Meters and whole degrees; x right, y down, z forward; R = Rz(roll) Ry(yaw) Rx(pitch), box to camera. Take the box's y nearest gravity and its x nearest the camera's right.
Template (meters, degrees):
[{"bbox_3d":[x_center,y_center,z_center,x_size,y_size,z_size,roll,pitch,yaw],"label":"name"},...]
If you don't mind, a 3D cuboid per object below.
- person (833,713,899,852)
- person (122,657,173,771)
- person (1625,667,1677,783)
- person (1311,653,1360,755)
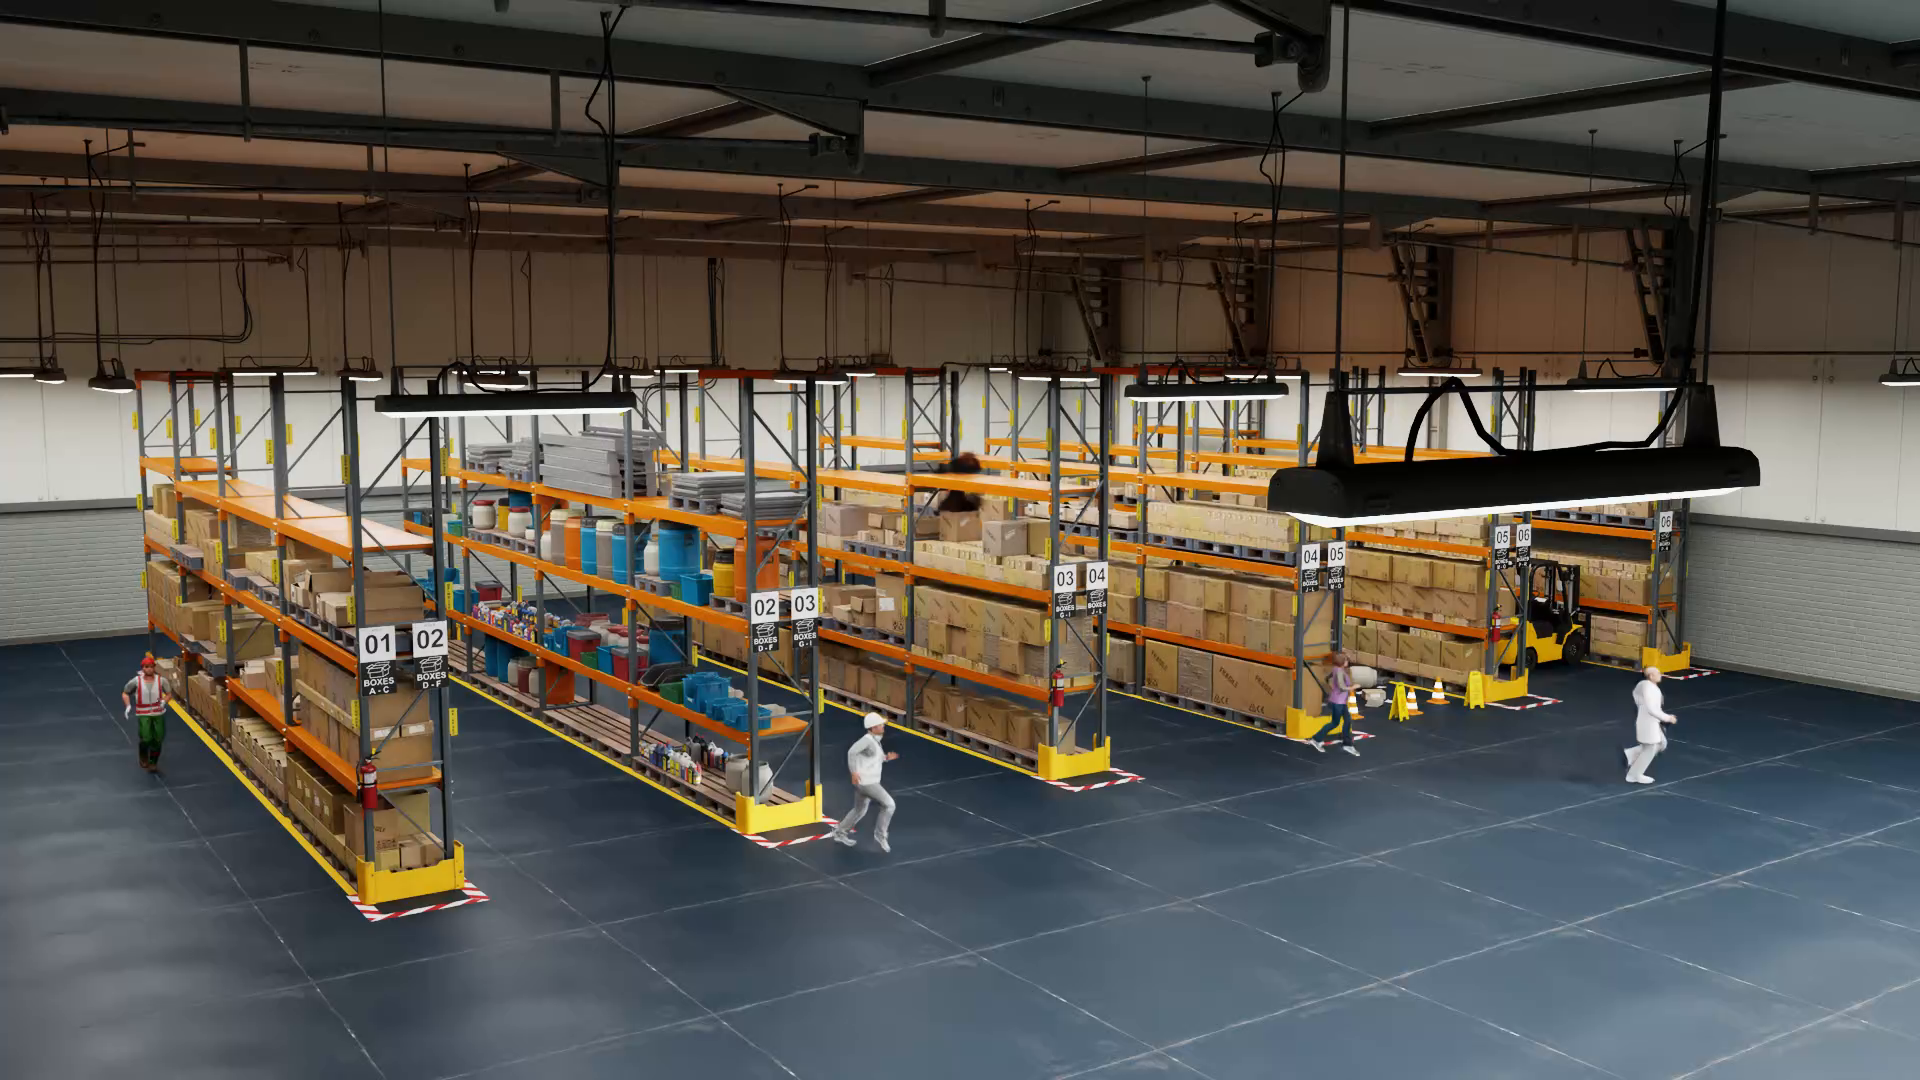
[{"bbox_3d":[-1.192,3.083,21.096,0.840,1.806,0.679,0,6,0],"label":"person"},{"bbox_3d":[-12.162,2.636,24.979,0.664,1.739,0.603,-5,8,-36],"label":"person"},{"bbox_3d":[10.171,2.710,24.471,0.690,1.732,0.747,2,7,19],"label":"person"},{"bbox_3d":[5.926,2.580,26.158,0.741,1.631,0.575,1,7,10],"label":"person"}]
